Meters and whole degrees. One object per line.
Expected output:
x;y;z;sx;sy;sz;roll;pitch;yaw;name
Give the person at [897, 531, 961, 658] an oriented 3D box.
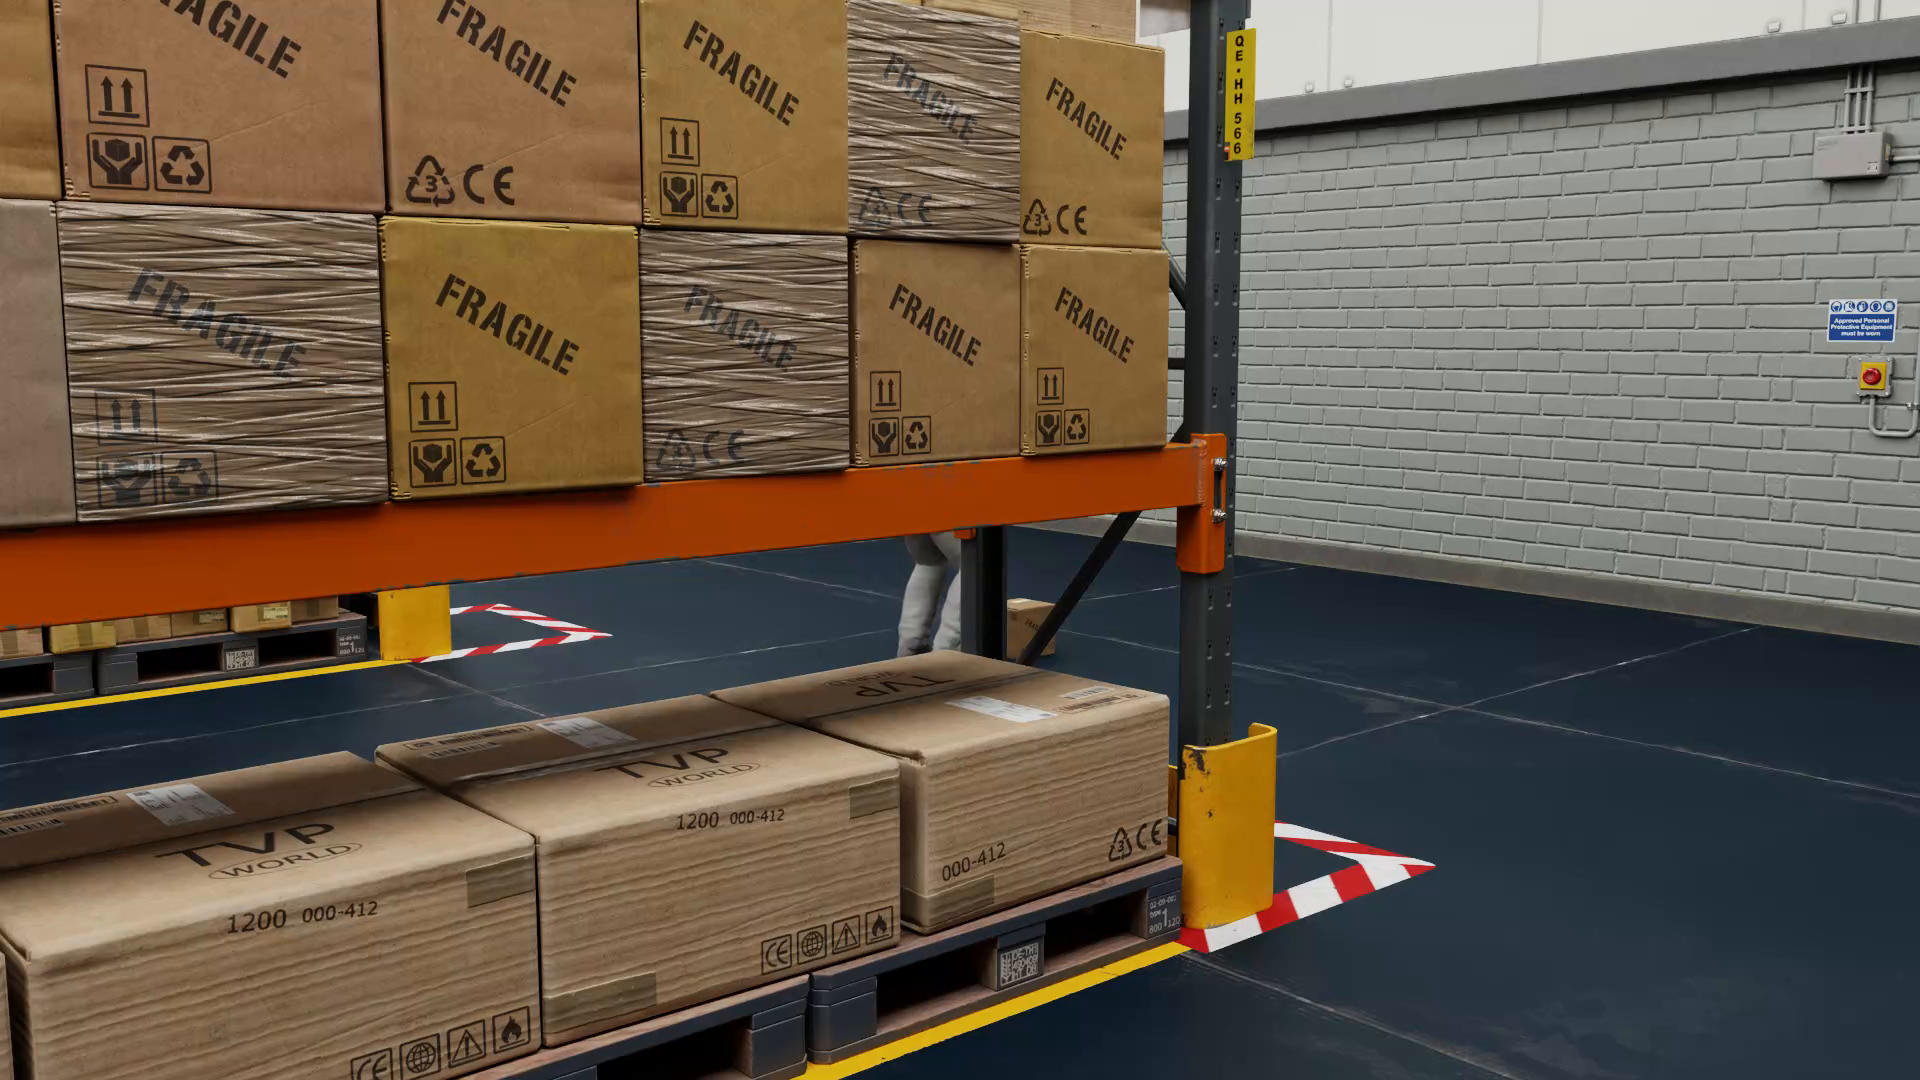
-0.100;-0.224;7.833;0.539;1.678;0.564;-6;10;-39;person
